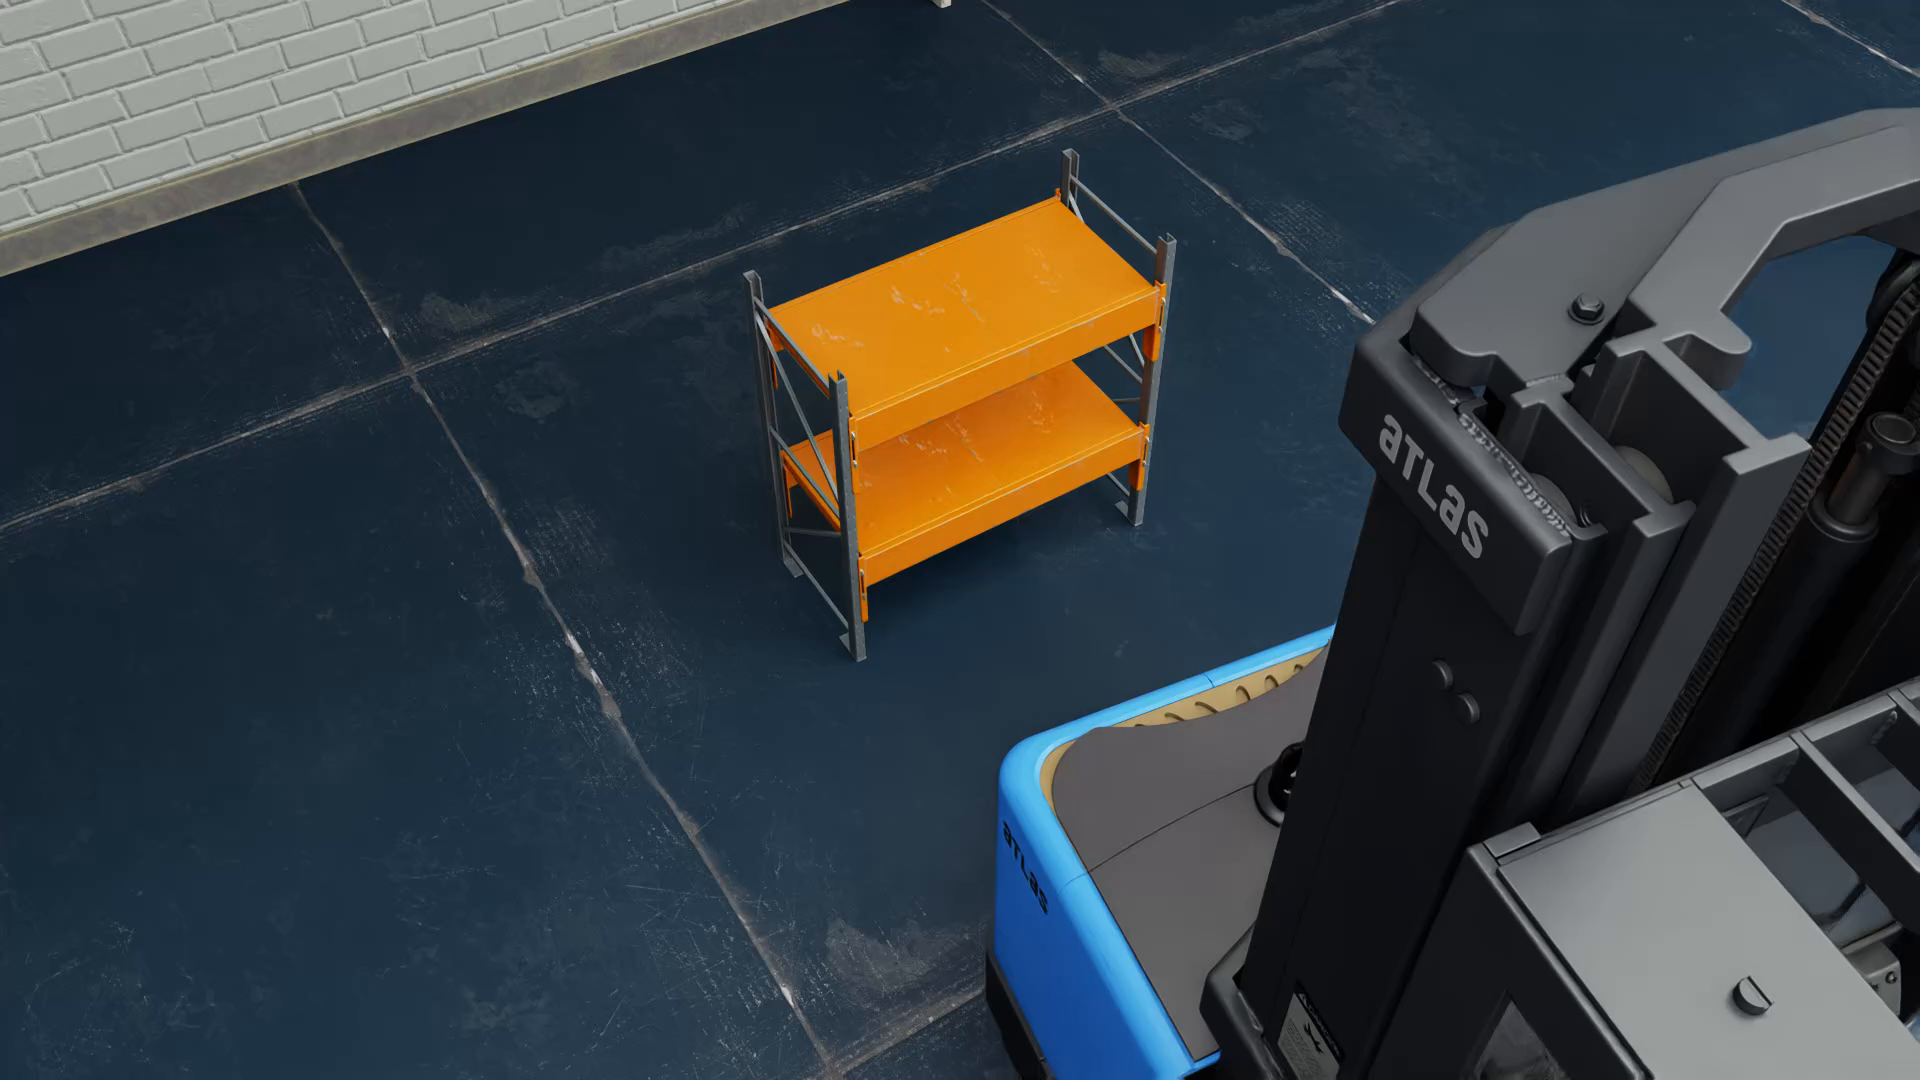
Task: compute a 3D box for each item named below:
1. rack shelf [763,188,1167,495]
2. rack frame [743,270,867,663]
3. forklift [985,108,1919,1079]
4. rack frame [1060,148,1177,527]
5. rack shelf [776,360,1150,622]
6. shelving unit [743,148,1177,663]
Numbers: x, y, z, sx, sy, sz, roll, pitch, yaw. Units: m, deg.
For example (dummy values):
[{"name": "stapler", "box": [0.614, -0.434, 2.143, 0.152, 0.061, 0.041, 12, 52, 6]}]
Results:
[{"name": "rack shelf", "box": [0.006, -0.571, 4.614, 1.000, 0.278, 0.538, -25, 53, -21]}, {"name": "rack frame", "box": [-0.424, -0.174, 4.652, 0.032, 1.125, 0.500, -25, 53, -21]}, {"name": "forklift", "box": [1.120, 1.034, 2.366, 1.130, 2.935, 3.031, -18, 51, -16]}, {"name": "rack frame", "box": [0.436, -0.579, 5.013, 0.032, 1.125, 0.500, -25, 53, -21]}, {"name": "rack shelf", "box": [0.006, -0.214, 5.015, 1.000, 0.278, 0.538, -25, 53, -21]}, {"name": "shelving unit", "box": [0.006, -0.377, 4.832, 1.048, 1.125, 0.538, -25, 53, -21]}]
